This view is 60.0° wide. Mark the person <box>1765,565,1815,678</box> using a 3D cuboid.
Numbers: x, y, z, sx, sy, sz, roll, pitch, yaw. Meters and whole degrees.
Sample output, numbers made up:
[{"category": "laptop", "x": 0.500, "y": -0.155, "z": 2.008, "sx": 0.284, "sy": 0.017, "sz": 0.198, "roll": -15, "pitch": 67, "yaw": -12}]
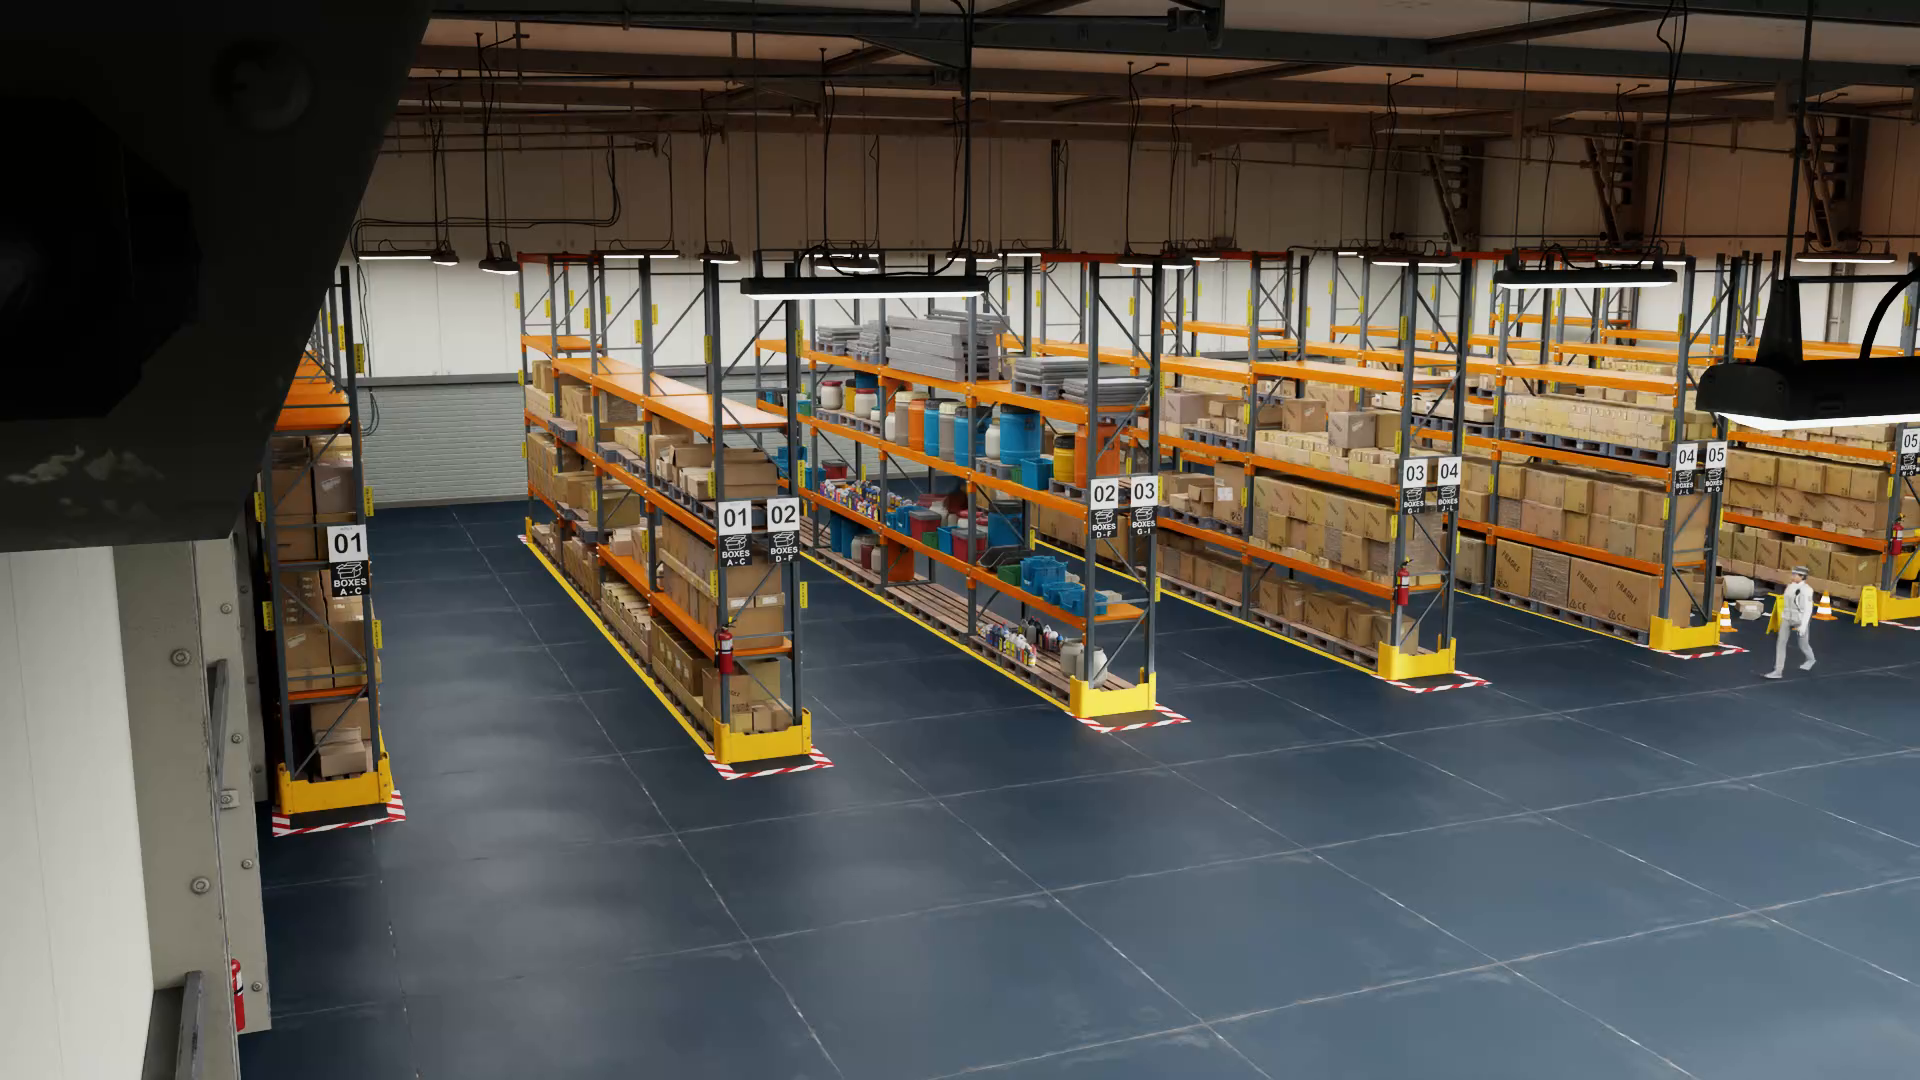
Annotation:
[{"category": "person", "x": 12.107, "y": 1.170, "z": 24.050, "sx": 0.932, "sy": 1.644, "sz": 0.450, "roll": -10, "pitch": 14, "yaw": -42}]

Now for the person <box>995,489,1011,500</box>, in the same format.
[{"category": "person", "x": 0.875, "y": -0.618, "z": 33.725, "sx": 0.378, "sy": 1.683, "sz": 0.513, "roll": -5, "pitch": 11, "yaw": -24}]
